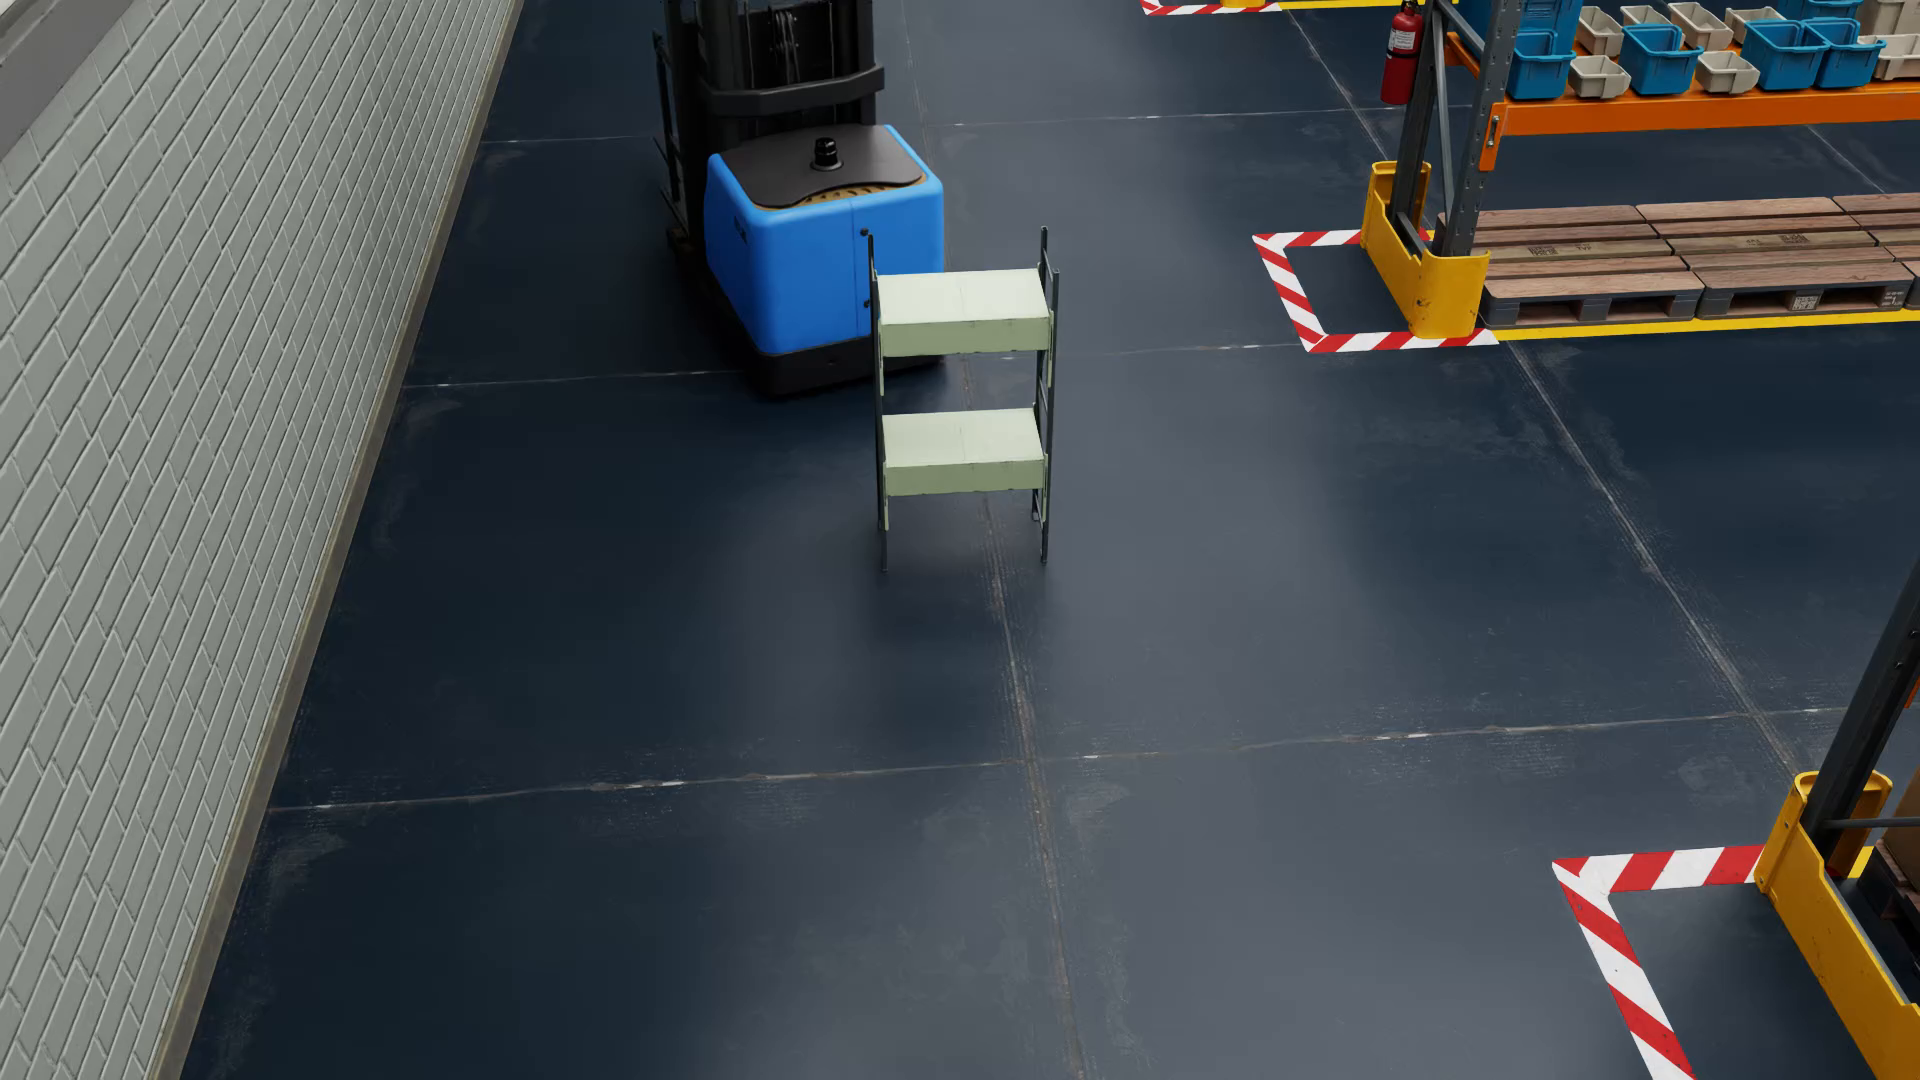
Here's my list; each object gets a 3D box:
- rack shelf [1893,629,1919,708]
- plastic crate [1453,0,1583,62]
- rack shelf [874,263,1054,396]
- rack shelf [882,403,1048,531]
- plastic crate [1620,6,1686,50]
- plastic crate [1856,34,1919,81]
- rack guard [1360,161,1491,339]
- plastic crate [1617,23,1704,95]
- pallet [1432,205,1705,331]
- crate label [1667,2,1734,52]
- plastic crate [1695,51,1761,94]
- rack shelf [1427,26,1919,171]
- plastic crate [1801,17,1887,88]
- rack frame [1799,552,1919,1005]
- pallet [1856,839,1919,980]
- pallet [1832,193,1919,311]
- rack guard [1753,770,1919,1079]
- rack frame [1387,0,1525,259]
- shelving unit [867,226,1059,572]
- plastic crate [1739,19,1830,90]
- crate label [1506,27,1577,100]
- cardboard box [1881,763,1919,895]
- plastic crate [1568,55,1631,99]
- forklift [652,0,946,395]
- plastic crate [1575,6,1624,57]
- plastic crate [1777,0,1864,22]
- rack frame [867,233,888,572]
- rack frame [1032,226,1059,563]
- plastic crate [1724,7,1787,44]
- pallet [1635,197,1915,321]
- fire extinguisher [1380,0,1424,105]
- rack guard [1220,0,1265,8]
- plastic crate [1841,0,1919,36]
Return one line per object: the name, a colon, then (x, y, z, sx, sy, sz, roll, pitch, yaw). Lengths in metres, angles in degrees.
rack shelf: (5.074, 0.571, 5.185, 4.000, 0.370, 1.077, -3, 38, -4)
plastic crate: (2.964, -2.829, 8.837, 0.499, 0.435, 0.616, -3, 38, -4)
rack shelf: (0.007, -0.896, 7.044, 0.720, 0.370, 0.431, -3, 38, -4)
rack shelf: (0.007, -0.333, 7.488, 0.720, 0.370, 0.431, -3, 38, -4)
plastic crate: (3.733, -2.741, 8.967, 0.243, 0.136, 0.396, -3, 38, -4)
plastic crate: (4.923, -2.516, 8.682, 0.466, 0.136, 0.293, -3, 38, -4)
rack guard: (2.624, -1.667, 9.459, 0.348, 0.500, 1.175, -3, 38, -4)
plastic crate: (3.578, -2.462, 8.535, 0.300, 0.233, 0.416, -3, 38, -4)
pallet: (3.472, -1.584, 9.587, 1.213, 0.211, 1.003, -3, 38, -4)
crate label: (4.008, -2.771, 9.005, 0.243, 0.136, 0.396, -3, 38, -4)
plastic crate: (3.924, -2.392, 8.524, 0.298, 0.136, 0.250, -3, 38, -4)
rack shelf: (4.639, -2.485, 9.059, 4.000, 0.370, 1.077, -3, 38, -4)
plastic crate: (4.532, -2.515, 8.602, 0.300, 0.233, 0.416, -3, 38, -4)
rack frame: (3.082, 0.399, 4.823, 0.127, 3.000, 1.000, -3, 38, -4)
pallet: (3.952, 1.445, 5.748, 1.213, 0.211, 1.003, -3, 38, -4)
pallet: (5.902, -1.718, 9.757, 1.213, 0.211, 1.003, -3, 38, -4)
rack guard: (3.158, 1.376, 5.603, 0.348, 0.500, 1.175, -3, 38, -4)
rack frame: (2.647, -2.658, 8.697, 0.127, 3.000, 1.000, -3, 38, -4)
shelving unit: (0.007, -0.589, 7.286, 0.755, 1.500, 0.431, -3, 38, -4)
plastic crate: (4.233, -2.498, 8.581, 0.300, 0.233, 0.416, -3, 38, -4)
crate label: (2.922, -2.426, 8.490, 0.303, 0.233, 0.416, -3, 38, -4)
cardboard box: (3.602, 1.026, 5.692, 0.500, 0.500, 0.500, -3, 38, -4)
plastic crate: (3.249, -2.355, 8.477, 0.298, 0.136, 0.250, -3, 38, -4)
forklift: (-1.093, -2.813, 8.949, 1.130, 2.935, 3.031, -14, 40, -17)
plastic crate: (3.443, -2.734, 8.958, 0.243, 0.136, 0.396, -3, 38, -4)
plastic crate: (4.670, -2.886, 9.073, 0.300, 0.233, 0.416, -3, 38, -4)
rack frame: (-0.358, -0.569, 7.260, 0.023, 1.500, 0.400, -3, 38, -4)
rack frame: (0.371, -0.609, 7.311, 0.023, 1.500, 0.400, -3, 38, -4)
plastic crate: (4.302, -2.799, 9.041, 0.250, 0.136, 0.298, -3, 38, -4)
pallet: (4.684, -1.649, 9.670, 1.213, 0.211, 1.003, -3, 38, -4)
fire extinguisher: (2.456, -2.753, 9.181, 0.183, 0.674, 0.296, -3, 38, -4)
rack guard: (2.184, -4.731, 13.342, 0.348, 0.500, 1.175, -3, 38, -4)
plastic crate: (5.094, -2.884, 9.031, 0.530, 0.282, 0.437, -3, 38, -4)
